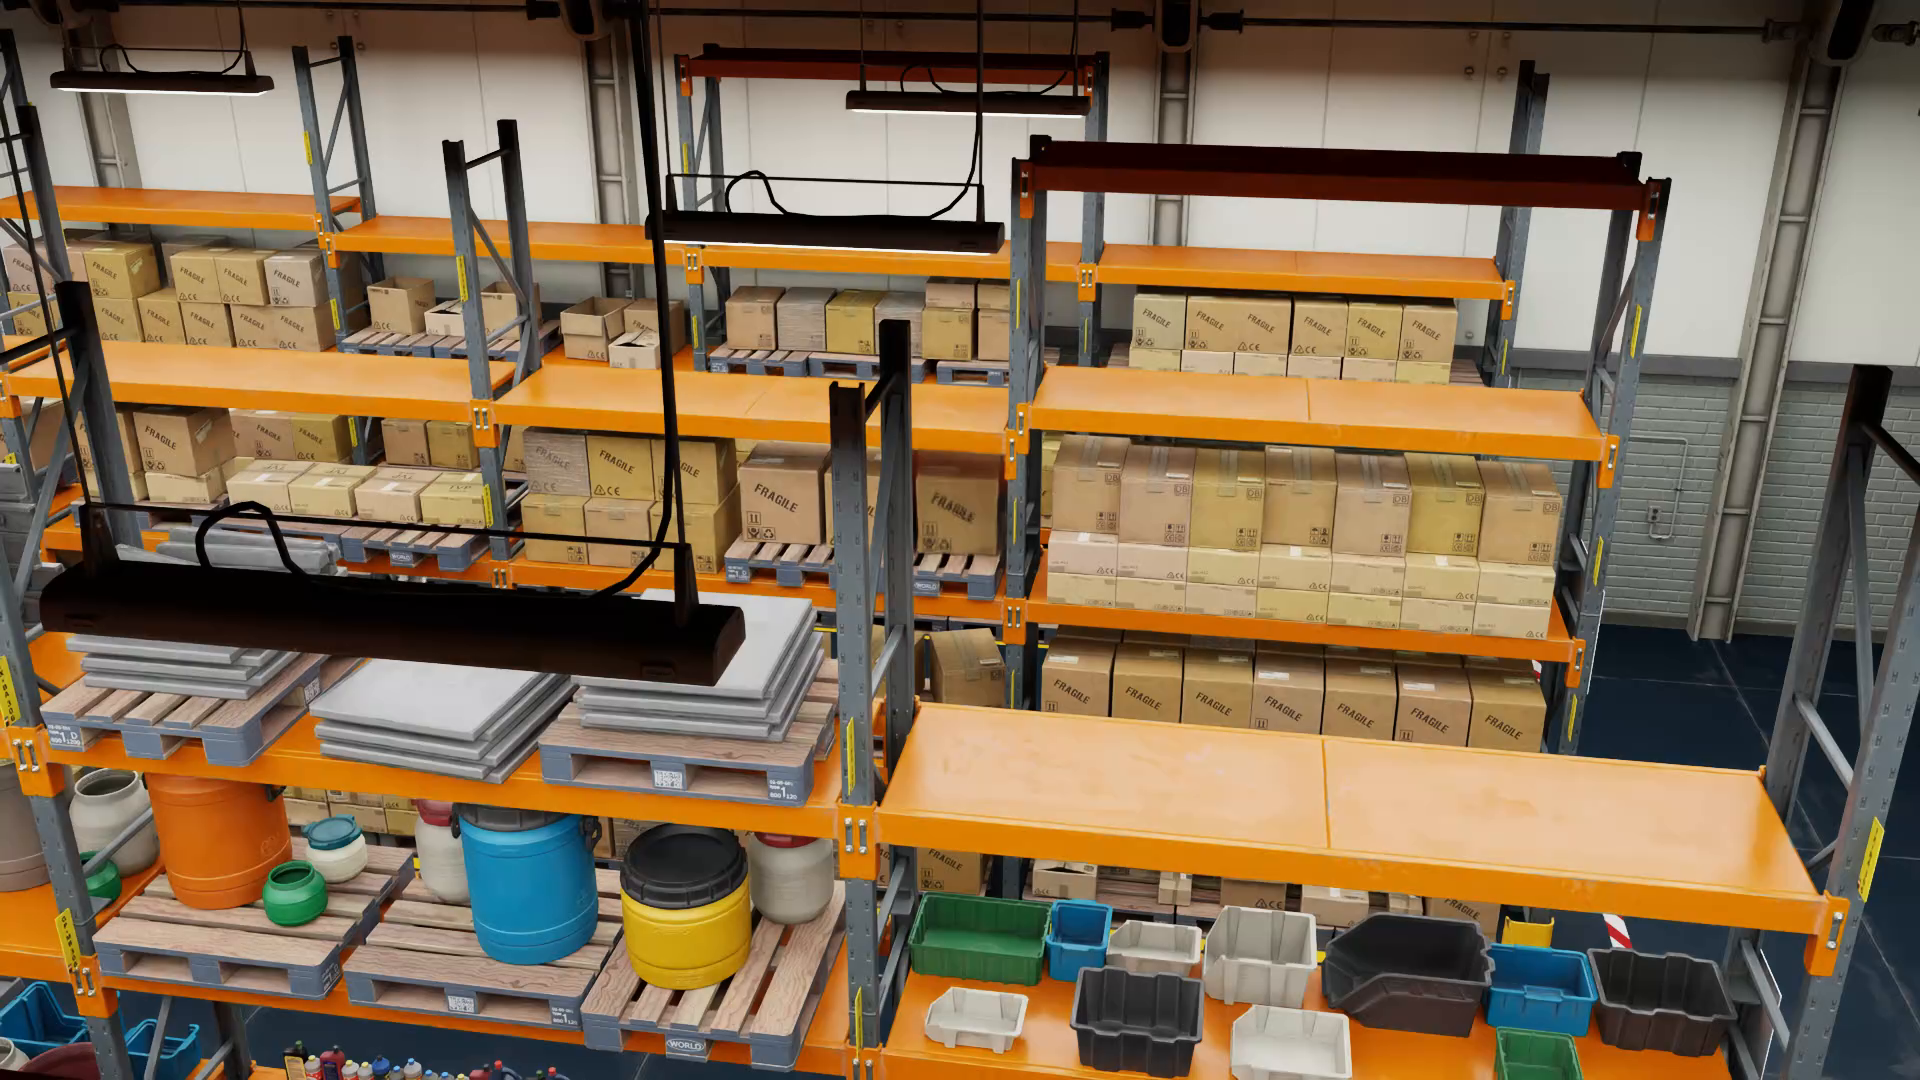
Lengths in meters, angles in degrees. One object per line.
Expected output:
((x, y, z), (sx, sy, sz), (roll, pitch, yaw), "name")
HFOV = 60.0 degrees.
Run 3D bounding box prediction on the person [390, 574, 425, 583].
((-5.609, 0.633, 16.825), (0.969, 1.543, 0.453), (-6, 24, -13), "person")
